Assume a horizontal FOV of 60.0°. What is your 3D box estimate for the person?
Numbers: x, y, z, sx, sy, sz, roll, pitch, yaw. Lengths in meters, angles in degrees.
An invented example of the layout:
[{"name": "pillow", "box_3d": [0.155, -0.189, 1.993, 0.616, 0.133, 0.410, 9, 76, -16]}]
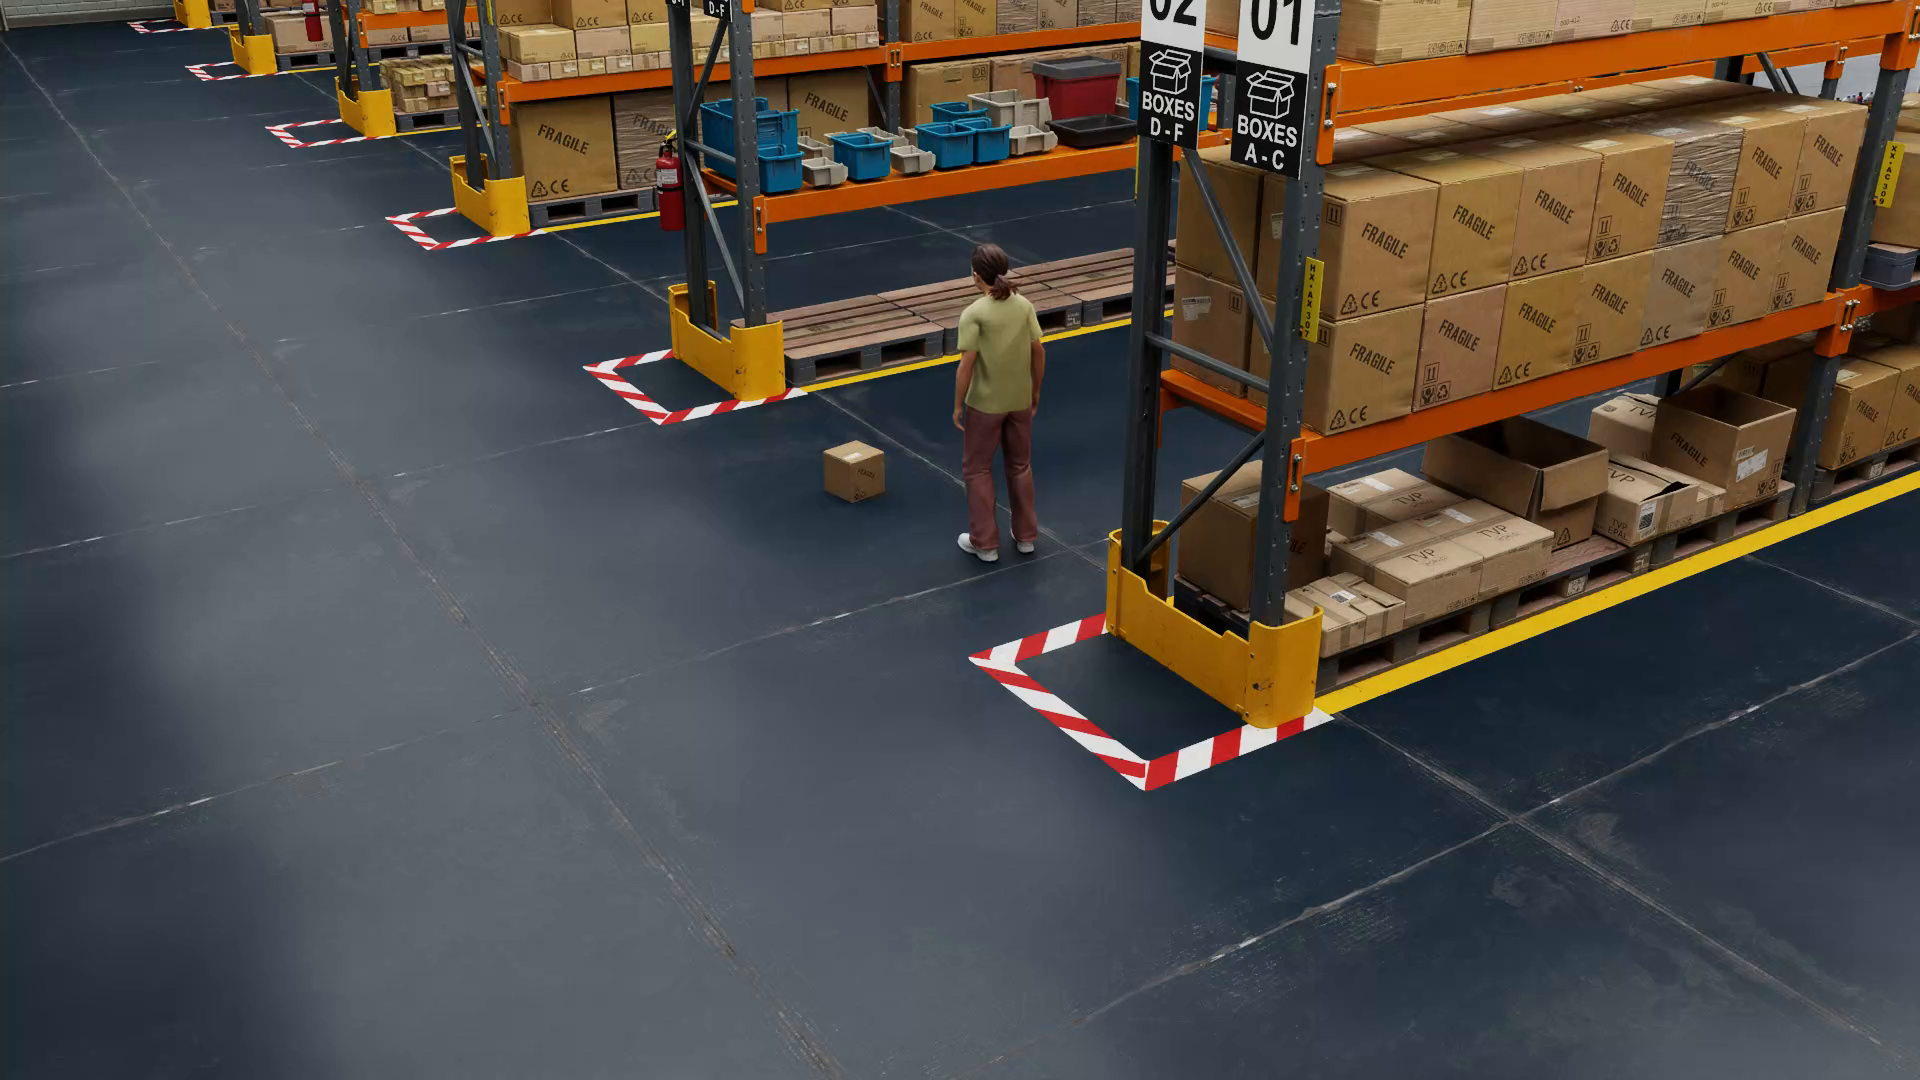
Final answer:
[{"name": "person", "box_3d": [0.189, -0.701, 8.599, 0.503, 1.672, 0.351, -12, 28, -23]}]
